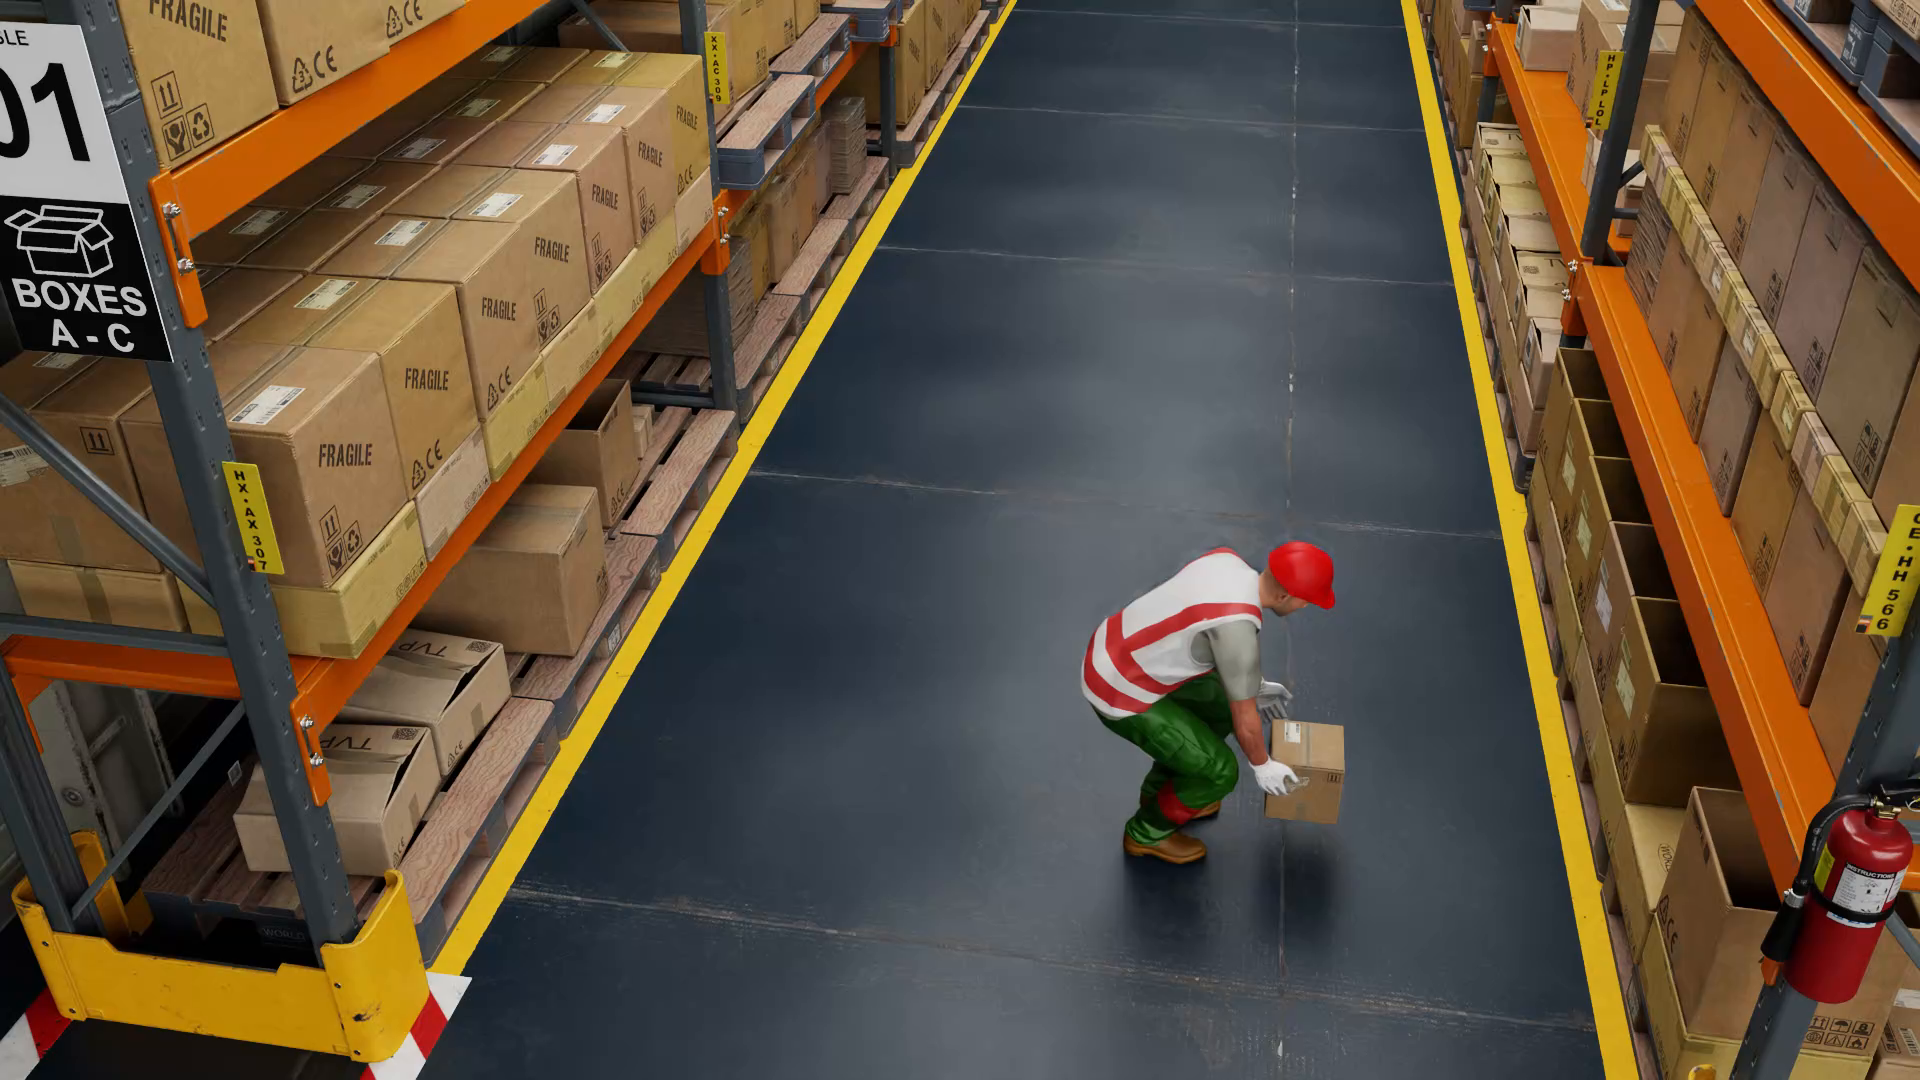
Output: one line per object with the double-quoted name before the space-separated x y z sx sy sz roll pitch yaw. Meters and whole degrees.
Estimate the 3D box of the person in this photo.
"person" 0.839 0.518 5.808 0.833 1.239 0.585 5 32 8
